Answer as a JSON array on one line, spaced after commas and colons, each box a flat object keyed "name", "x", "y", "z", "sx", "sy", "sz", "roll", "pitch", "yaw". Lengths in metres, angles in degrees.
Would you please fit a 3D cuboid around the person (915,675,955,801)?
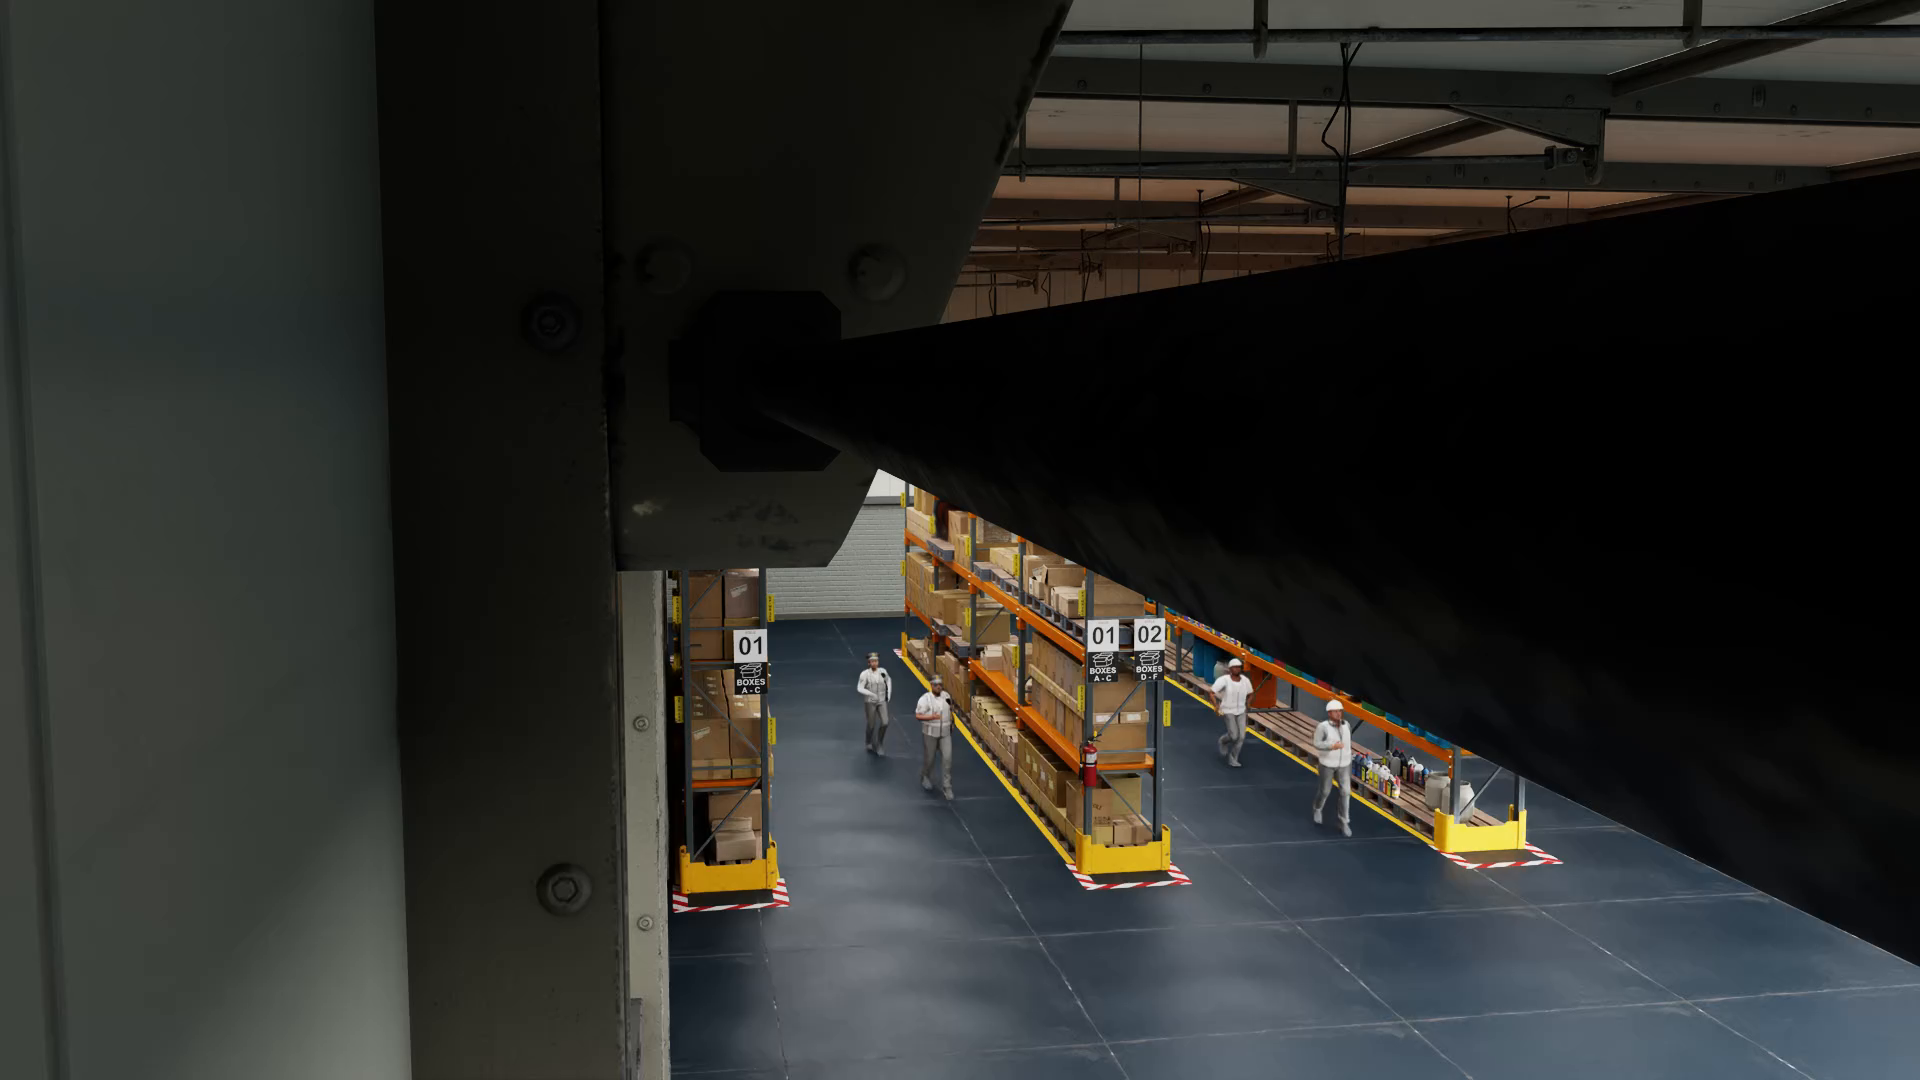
[{"name": "person", "x": -0.347, "y": 2.876, "z": 24.616, "sx": 0.653, "sy": 1.805, "sz": 0.898, "roll": -2, "pitch": 6, "yaw": -20}]

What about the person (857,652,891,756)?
[{"name": "person", "x": -1.384, "y": 2.681, "z": 27.251, "sx": 0.616, "sy": 1.716, "sz": 0.683, "roll": -2, "pitch": 6, "yaw": -15}]

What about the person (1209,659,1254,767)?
[{"name": "person", "x": 4.356, "y": 2.737, "z": 26.446, "sx": 0.714, "sy": 1.722, "sz": 0.592, "roll": -2, "pitch": 6, "yaw": -16}]

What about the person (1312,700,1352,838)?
[{"name": "person", "x": 5.093, "y": 3.081, "z": 22.747, "sx": 0.658, "sy": 1.828, "sz": 0.828, "roll": -1, "pitch": 6, "yaw": -12}]
